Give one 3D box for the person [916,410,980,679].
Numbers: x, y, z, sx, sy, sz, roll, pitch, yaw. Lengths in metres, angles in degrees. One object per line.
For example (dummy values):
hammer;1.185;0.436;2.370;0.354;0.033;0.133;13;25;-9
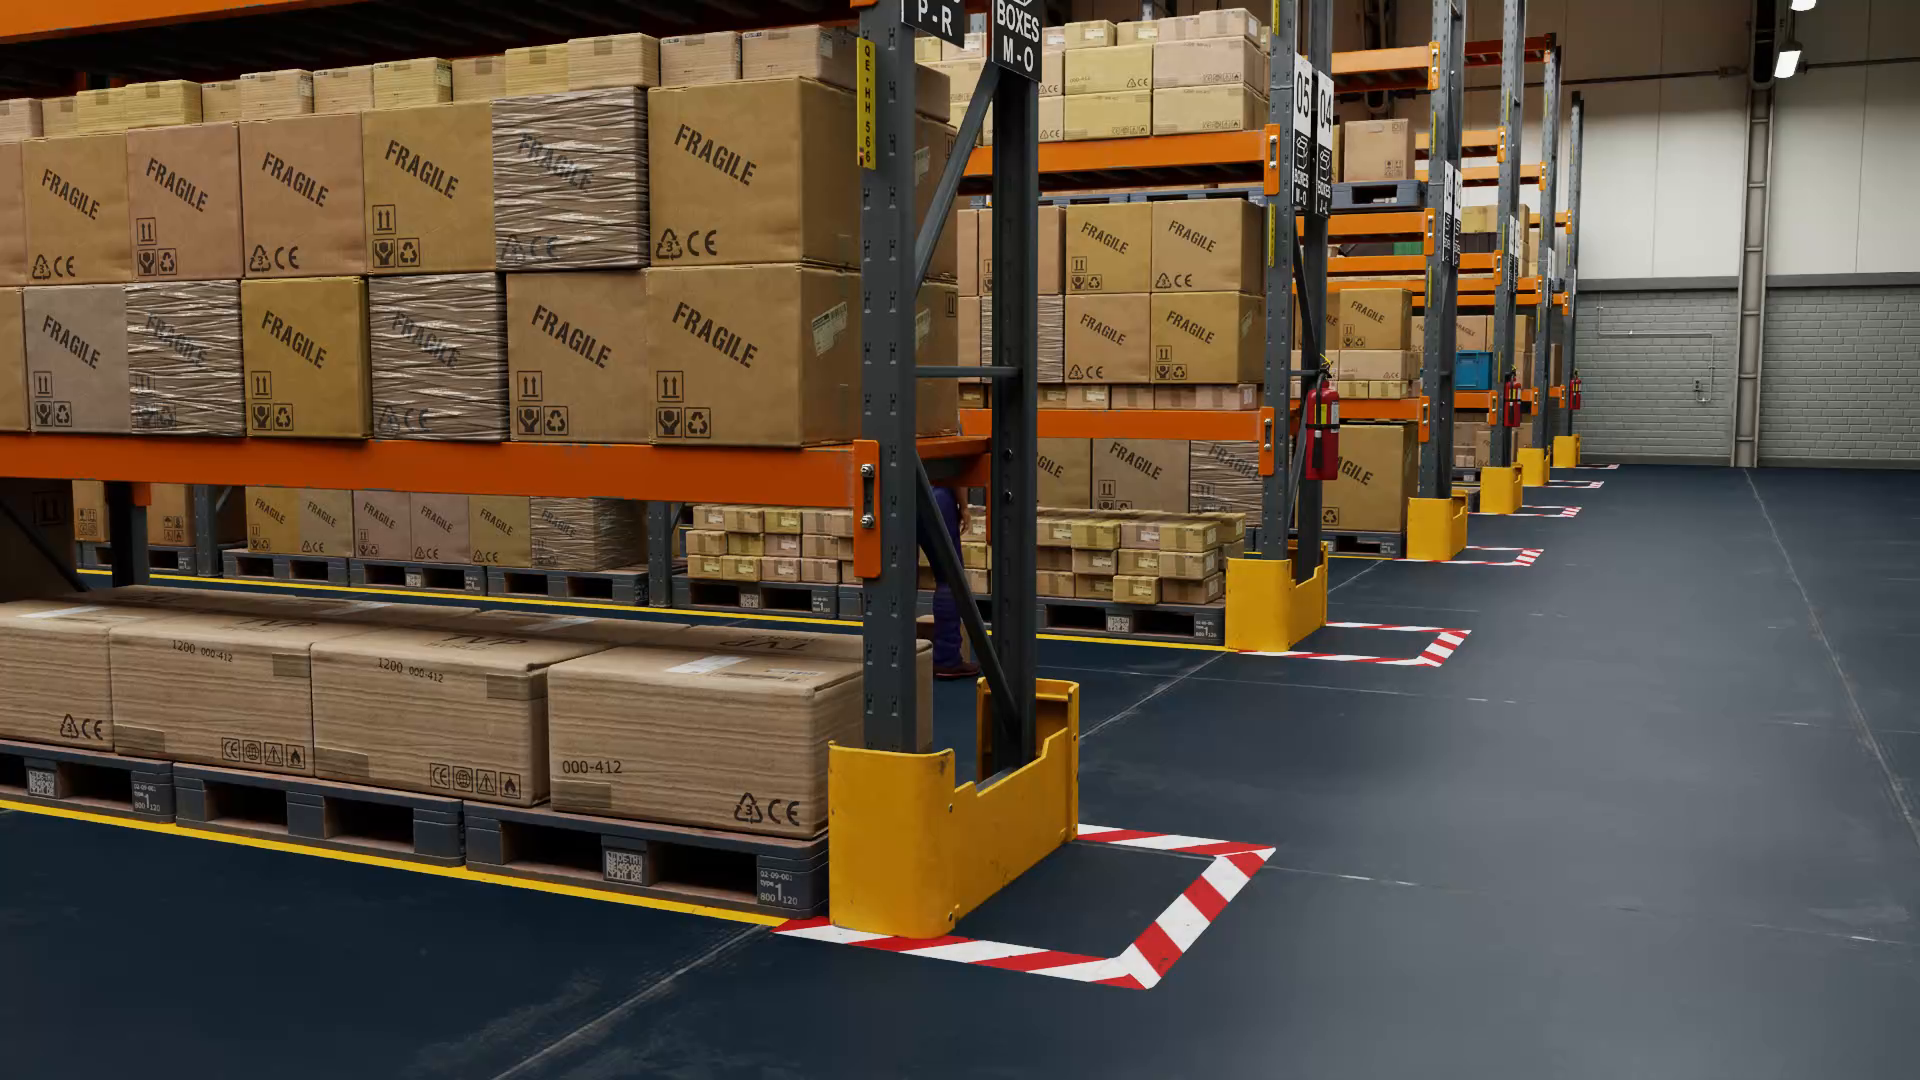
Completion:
person;-0.185;-0.145;8.280;0.537;1.651;0.417;3;6;24
